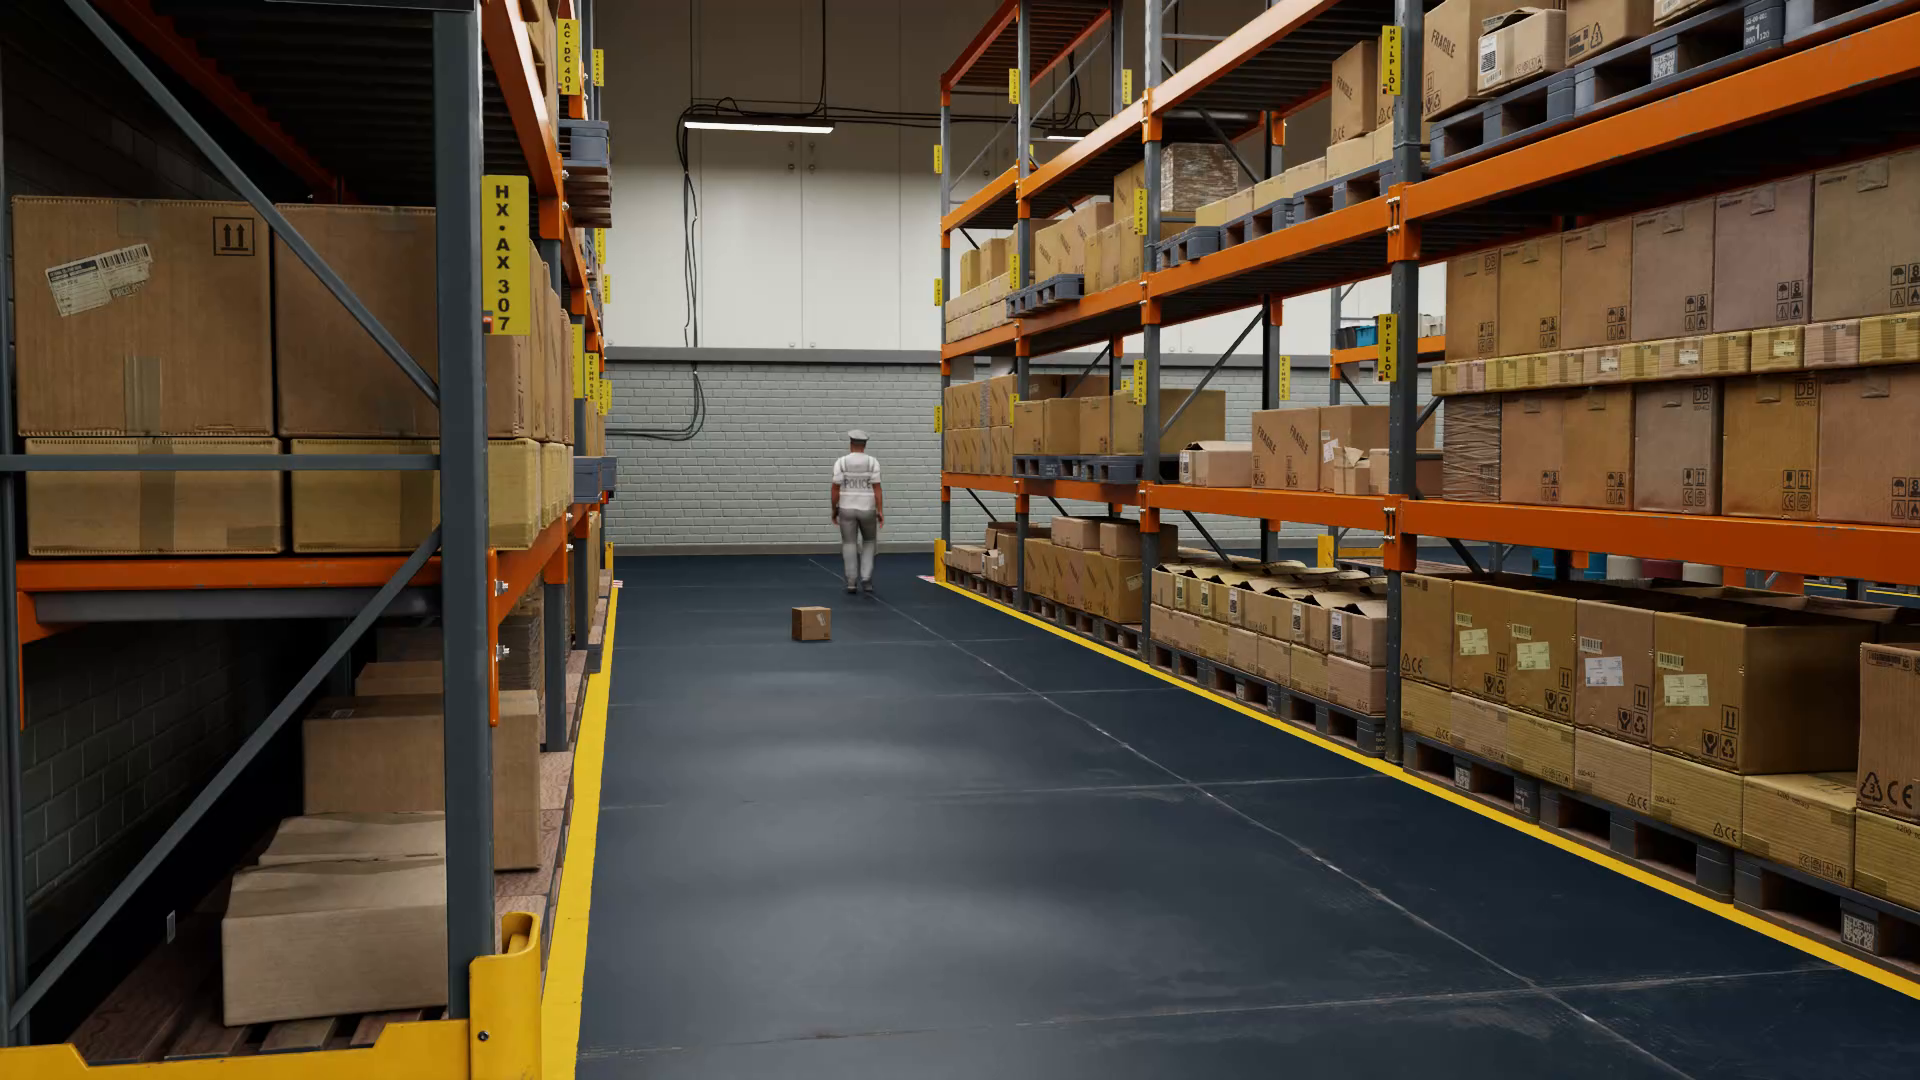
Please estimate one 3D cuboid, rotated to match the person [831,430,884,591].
[{"bbox_3d":[-1.132,-0.287,18.307,0.576,1.855,0.513,0,3,-6],"label":"person"}]
